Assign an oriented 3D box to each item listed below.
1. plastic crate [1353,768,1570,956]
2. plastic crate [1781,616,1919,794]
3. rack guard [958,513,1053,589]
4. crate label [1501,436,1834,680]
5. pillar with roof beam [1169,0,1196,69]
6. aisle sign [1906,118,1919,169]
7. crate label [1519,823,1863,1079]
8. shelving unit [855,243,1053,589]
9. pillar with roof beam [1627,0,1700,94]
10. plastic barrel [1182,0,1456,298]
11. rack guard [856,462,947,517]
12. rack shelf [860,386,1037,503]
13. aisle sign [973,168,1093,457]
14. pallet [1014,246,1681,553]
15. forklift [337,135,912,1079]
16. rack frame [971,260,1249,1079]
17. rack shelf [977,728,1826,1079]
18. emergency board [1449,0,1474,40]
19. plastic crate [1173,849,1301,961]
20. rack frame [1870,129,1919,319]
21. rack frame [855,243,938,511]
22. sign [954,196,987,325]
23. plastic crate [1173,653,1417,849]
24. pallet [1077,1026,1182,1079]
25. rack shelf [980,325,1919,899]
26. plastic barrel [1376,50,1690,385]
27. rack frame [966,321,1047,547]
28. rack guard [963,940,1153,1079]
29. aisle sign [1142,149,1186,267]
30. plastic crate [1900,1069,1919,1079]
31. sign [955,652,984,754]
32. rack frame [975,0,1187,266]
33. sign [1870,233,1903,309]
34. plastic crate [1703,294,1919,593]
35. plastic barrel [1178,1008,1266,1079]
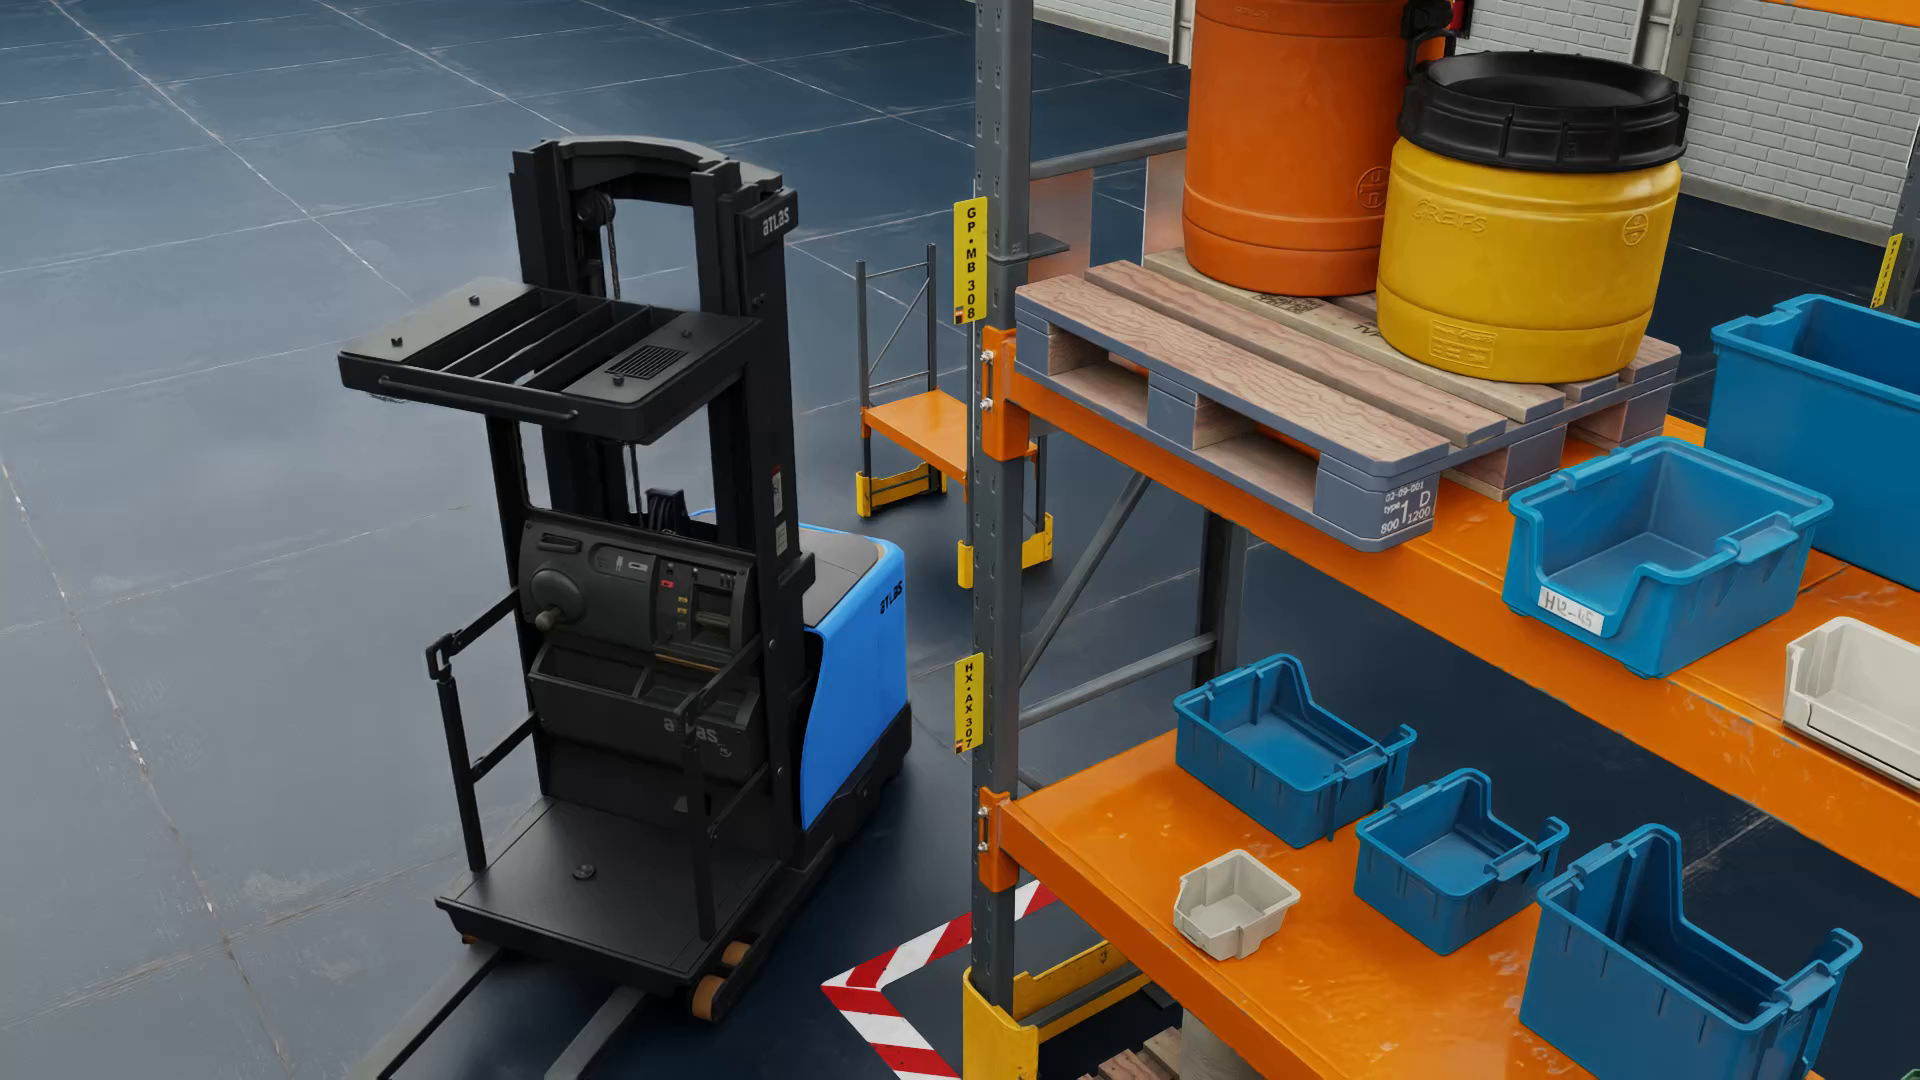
[{"bbox_3d":[1.384,0.887,4.629,0.499,0.251,0.408,-19,34,-31],"label":"plastic crate"},{"bbox_3d":[1.538,0.297,2.694,0.243,0.136,0.396,-19,34,-31],"label":"plastic crate"},{"bbox_3d":[0.245,0.054,8.888,0.587,0.250,0.087,-19,34,-31],"label":"rack guard"},{"bbox_3d":[1.294,0.022,3.078,0.502,0.251,0.408,-19,34,-31],"label":"crate label"},{"bbox_3d":[-0.809,-8.363,15.221,9.100,9.000,0.400,-19,34,-31],"label":"pillar with roof beam"},{"bbox_3d":[4.227,-1.997,7.060,0.394,0.787,0.004,-19,34,-31],"label":"aisle sign"},{"bbox_3d":[1.766,1.081,4.079,0.502,0.435,0.616,-19,34,-31],"label":"crate label"},{"bbox_3d":[-0.044,-0.689,8.947,0.587,1.500,1.083,-19,34,-31],"label":"shelving unit"},{"bbox_3d":[2.671,-6.031,10.926,9.100,9.000,0.400,-19,34,-31],"label":"pillar with roof beam"},{"bbox_3d":[0.863,-1.082,4.065,0.600,0.830,0.708,-19,34,-31],"label":"plastic barrel"},{"bbox_3d":[-0.333,-0.333,9.601,0.587,0.250,0.087,-19,34,-31],"label":"rack guard"},{"bbox_3d":[-0.049,-0.534,9.039,0.538,0.185,1.000,-19,34,-31],"label":"rack shelf"},{"bbox_3d":[0.197,-0.633,4.549,0.394,0.787,0.004,-19,34,-31],"label":"aisle sign"},{"bbox_3d":[0.878,-0.430,3.954,1.003,0.211,1.213,-19,34,-31],"label":"pallet"},{"bbox_3d":[-1.249,0.228,5.759,1.130,2.935,3.031,11,30,20],"label":"forklift"},{"bbox_3d":[0.478,0.456,5.267,1.000,3.000,0.127,-19,34,-31],"label":"rack frame"},{"bbox_3d":[1.638,1.550,4.007,1.077,0.370,4.000,-19,34,-31],"label":"rack shelf"},{"bbox_3d":[4.776,-5.558,16.340,0.194,1.169,0.643,-19,34,-31],"label":"emergency board"},{"bbox_3d":[0.735,1.009,4.525,0.298,0.136,0.250,-19,34,-31],"label":"plastic crate"},{"bbox_3d":[4.515,-0.914,7.789,1.000,3.000,0.127,-19,34,-31],"label":"rack frame"},{"bbox_3d":[-0.344,-0.890,9.317,0.500,1.500,0.032,-19,34,-31],"label":"rack frame"},{"bbox_3d":[0.027,-0.715,4.272,0.100,0.325,0.005,-19,34,-31],"label":"sign"},{"bbox_3d":[1.012,0.633,5.097,0.499,0.251,0.616,-19,34,-31],"label":"plastic crate"},{"bbox_3d":[1.027,2.015,5.318,1.003,0.211,1.213,-19,34,-31],"label":"pallet"},{"bbox_3d":[1.638,0.232,3.291,1.077,0.370,4.000,-19,34,-31],"label":"rack shelf"},{"bbox_3d":[1.242,-0.721,3.655,0.600,0.588,0.600,0,29,0],"label":"plastic barrel"},{"bbox_3d":[0.245,-0.495,8.589,0.500,1.500,0.032,-19,34,-31],"label":"rack frame"},{"bbox_3d":[0.560,1.571,5.833,1.175,0.500,0.348,-19,34,-31],"label":"rack guard"},{"bbox_3d":[0.678,-0.796,4.850,0.394,0.787,0.004,-19,34,-31],"label":"aisle sign"},{"bbox_3d":[2.240,1.498,3.570,0.450,0.188,0.662,-19,34,-31],"label":"plastic crate"},{"bbox_3d":[0.027,0.485,4.924,0.100,0.325,0.005,-19,34,-31],"label":"sign"},{"bbox_3d":[0.478,-2.180,3.835,1.000,3.000,0.127,-19,34,-31],"label":"rack frame"},{"bbox_3d":[4.059,-1.178,7.285,0.100,0.325,0.005,-19,34,-31],"label":"sign"},{"bbox_3d":[1.829,-0.197,3.343,0.392,0.384,0.575,-19,34,-31],"label":"plastic crate"},{"bbox_3d":[0.922,1.600,5.328,0.421,0.512,0.421,0,29,0],"label":"plastic barrel"}]
